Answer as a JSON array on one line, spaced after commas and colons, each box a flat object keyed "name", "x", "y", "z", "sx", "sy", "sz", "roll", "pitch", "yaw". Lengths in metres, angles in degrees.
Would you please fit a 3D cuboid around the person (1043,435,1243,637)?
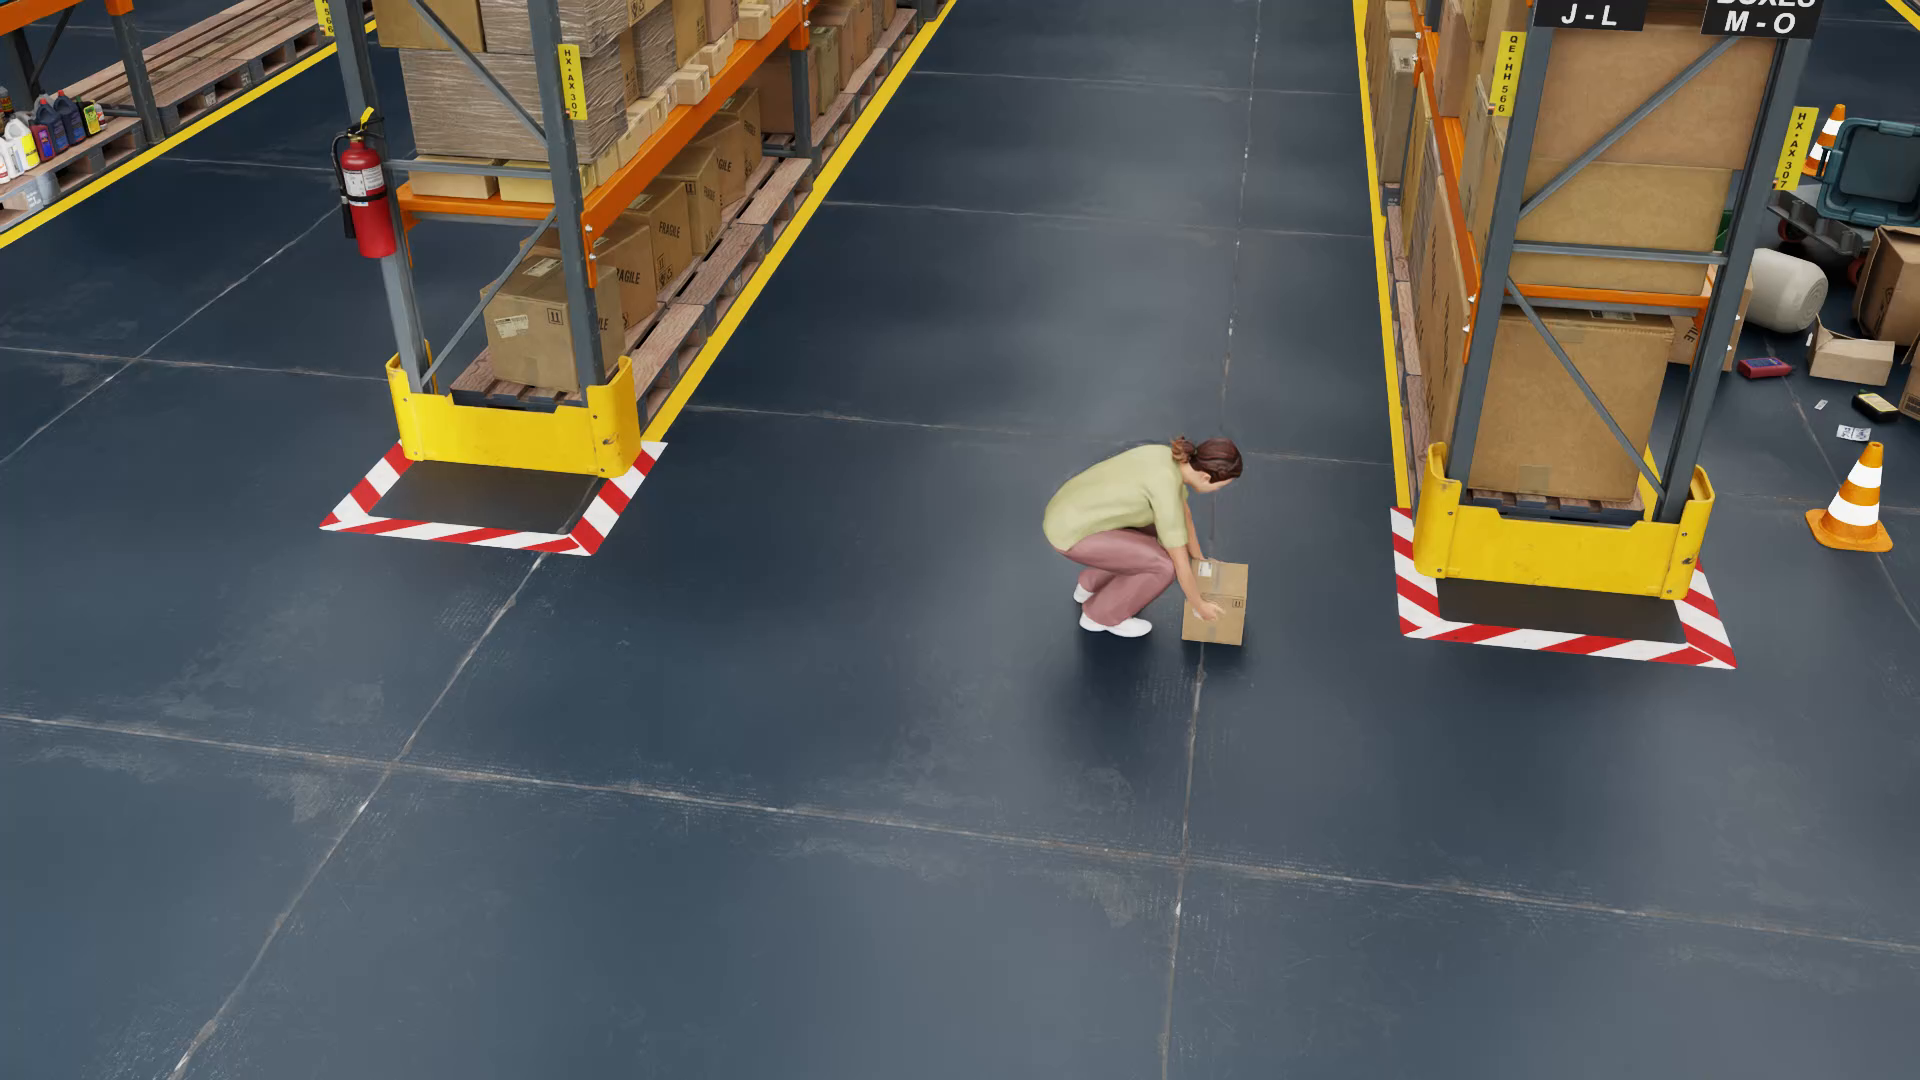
[{"name": "person", "x": 0.750, "y": -0.011, "z": 6.982, "sx": 0.801, "sy": 0.792, "sz": 0.478, "roll": 5, "pitch": 33, "yaw": 8}]
